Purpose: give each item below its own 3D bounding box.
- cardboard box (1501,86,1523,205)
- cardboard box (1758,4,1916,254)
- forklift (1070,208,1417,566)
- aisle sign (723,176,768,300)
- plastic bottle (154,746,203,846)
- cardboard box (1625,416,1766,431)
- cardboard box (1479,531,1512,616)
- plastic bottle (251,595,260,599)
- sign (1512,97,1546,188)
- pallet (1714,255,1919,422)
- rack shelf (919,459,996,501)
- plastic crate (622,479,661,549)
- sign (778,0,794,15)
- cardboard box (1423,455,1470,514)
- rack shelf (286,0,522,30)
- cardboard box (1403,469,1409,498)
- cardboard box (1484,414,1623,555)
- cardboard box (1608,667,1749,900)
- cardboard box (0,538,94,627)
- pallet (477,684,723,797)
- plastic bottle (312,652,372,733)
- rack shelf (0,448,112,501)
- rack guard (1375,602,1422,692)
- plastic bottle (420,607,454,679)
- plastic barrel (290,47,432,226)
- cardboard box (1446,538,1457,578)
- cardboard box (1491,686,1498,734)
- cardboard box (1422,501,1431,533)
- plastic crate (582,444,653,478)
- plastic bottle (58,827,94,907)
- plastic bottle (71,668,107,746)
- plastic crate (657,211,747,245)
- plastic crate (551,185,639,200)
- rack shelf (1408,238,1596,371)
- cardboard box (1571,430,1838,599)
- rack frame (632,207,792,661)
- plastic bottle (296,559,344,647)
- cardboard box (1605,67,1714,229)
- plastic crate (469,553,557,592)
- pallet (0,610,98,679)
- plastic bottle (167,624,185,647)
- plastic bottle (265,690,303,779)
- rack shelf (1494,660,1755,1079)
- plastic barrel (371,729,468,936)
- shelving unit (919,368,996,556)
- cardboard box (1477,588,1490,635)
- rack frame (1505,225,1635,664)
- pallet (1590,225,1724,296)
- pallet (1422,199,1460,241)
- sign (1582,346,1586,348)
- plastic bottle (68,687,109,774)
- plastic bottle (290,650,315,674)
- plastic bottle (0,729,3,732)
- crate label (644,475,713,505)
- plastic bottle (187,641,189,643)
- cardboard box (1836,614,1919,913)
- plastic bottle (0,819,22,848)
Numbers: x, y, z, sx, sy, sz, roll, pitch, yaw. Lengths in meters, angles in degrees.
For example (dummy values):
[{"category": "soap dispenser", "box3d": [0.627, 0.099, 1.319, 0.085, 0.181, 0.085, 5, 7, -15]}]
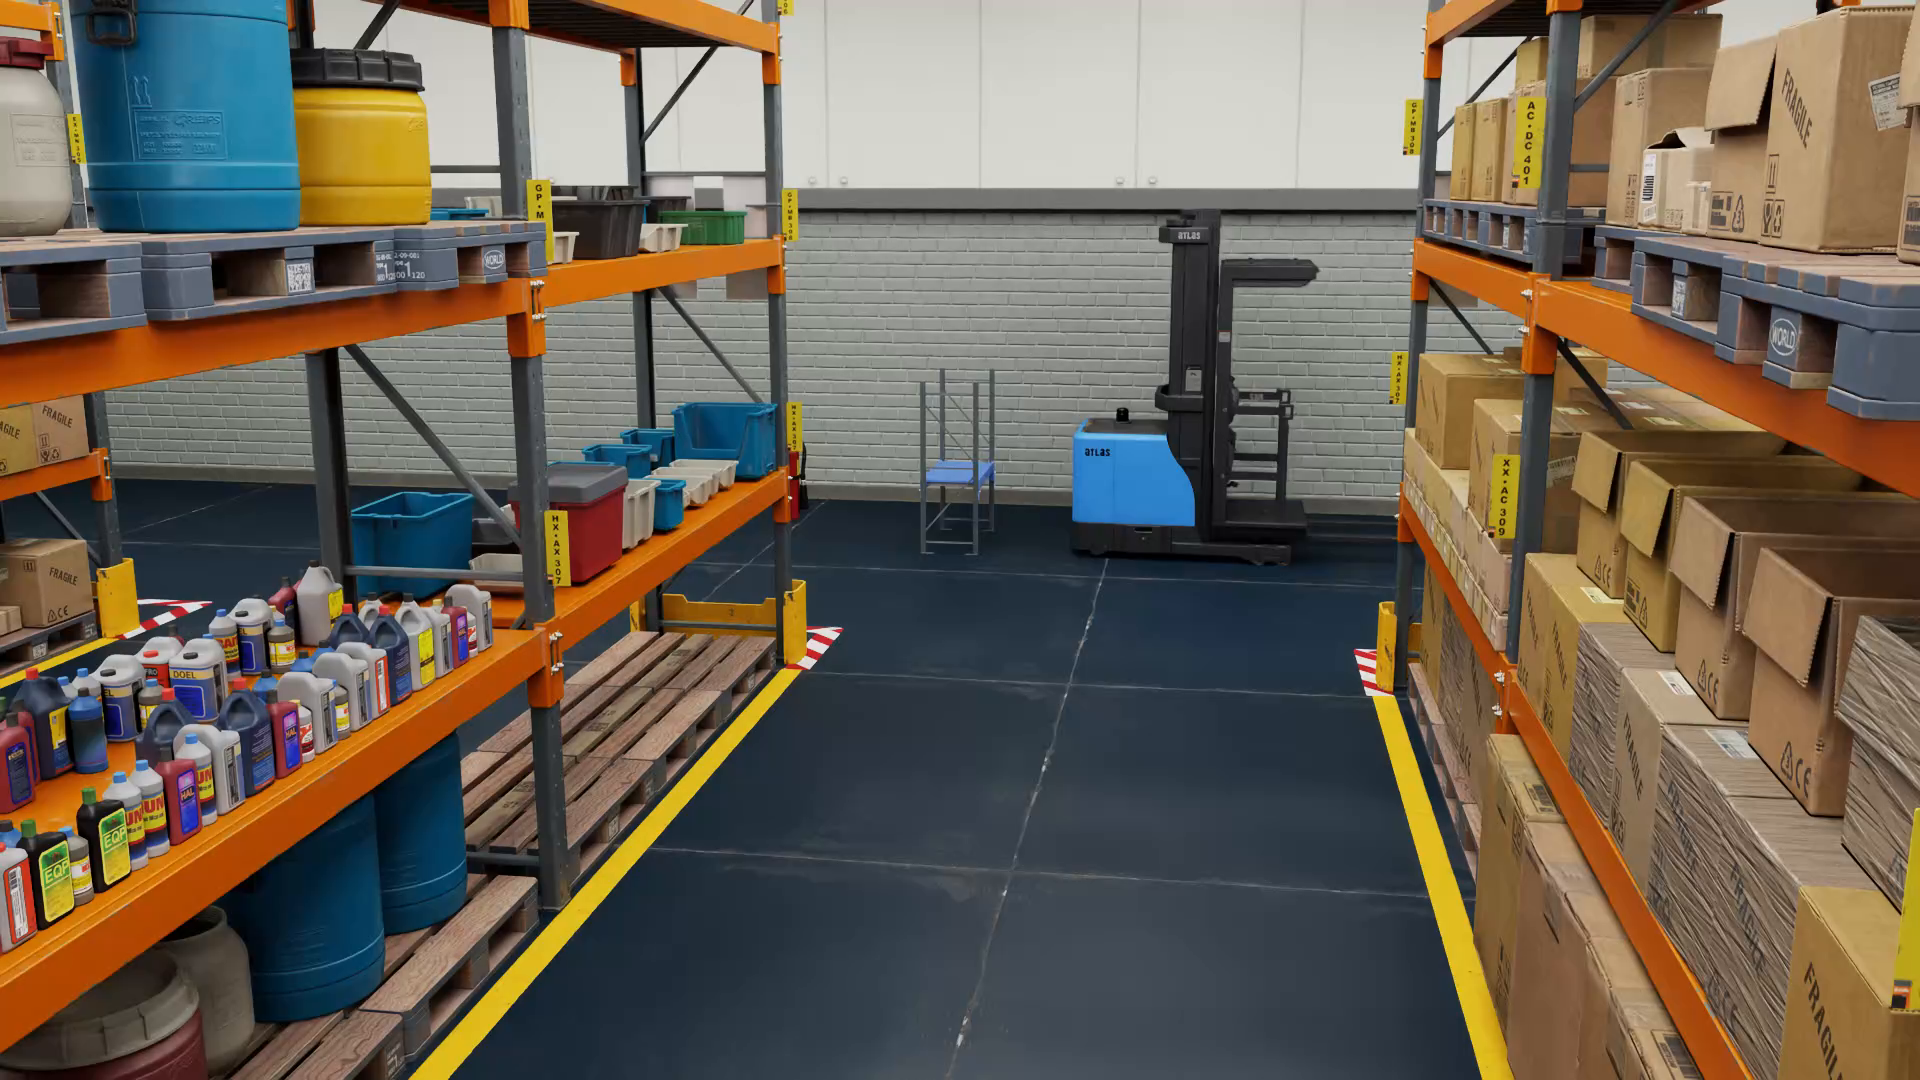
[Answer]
[{"category": "cardboard box", "box3d": [2.792, -1.733, 7.323, 0.700, 0.500, 0.500, 3, 12, 12]}, {"category": "cardboard box", "box3d": [2.097, -0.887, 3.634, 0.500, 0.500, 0.500, 3, 12, 12]}, {"category": "forklift", "box3d": [2.517, -1.338, 14.244, 3.031, 2.935, 1.130, 2, 12, 9]}, {"category": "aisle sign", "box3d": [-1.334, -1.956, 10.781, 0.394, 0.787, 0.004, 2, 12, 9]}, {"category": "plastic bottle", "box3d": [-2.257, 0.724, 4.793, 0.061, 0.283, 0.133, 2, 12, 9]}, {"category": "cardboard box", "box3d": [2.970, -0.217, 6.751, 0.500, 0.500, 0.500, 2, 12, 9]}, {"category": "cardboard box", "box3d": [2.453, 0.140, 6.871, 0.500, 0.250, 0.500, 2, 12, 8]}, {"category": "plastic bottle", "box3d": [-2.763, 0.351, 6.552, 0.097, 0.271, 0.097, 0, 12, 0]}, {"category": "sign", "box3d": [2.095, -1.462, 6.124, 0.100, 0.325, 0.005, 2, 12, 9]}, {"category": "pallet", "box3d": [2.075, -0.364, 2.891, 1.213, 0.211, 1.003, 2, 12, 11]}, {"category": "rack shelf", "box3d": [-0.013, -0.540, 14.791, 0.538, 0.185, 1.000, 2, 12, 9]}, {"category": "plastic crate", "box3d": [-1.833, -0.131, 8.619, 0.437, 0.282, 0.530, 2, 12, 9]}, {"category": "sign", "box3d": [-1.089, -3.441, 10.364, 0.100, 0.325, 0.005, 2, 12, 9]}, {"category": "cardboard box", "box3d": [2.764, -0.288, 8.858, 0.500, 0.250, 0.500, 1, 12, 7]}, {"category": "rack shelf", "box3d": [-2.558, -1.817, 4.720, 1.077, 0.370, 4.000, 2, 12, 9]}, {"category": "cardboard box", "box3d": [2.878, -0.334, 10.018, 0.380, 0.149, 0.250, 2, 12, 9]}, {"category": "cardboard box", "box3d": [2.450, -0.230, 6.811, 0.500, 0.500, 0.500, 2, 12, 10]}, {"category": "cardboard box", "box3d": [2.098, 0.668, 4.535, 0.500, 0.500, 0.500, 2, 12, 10]}, {"category": "cardboard box", "box3d": [-6.369, 0.287, 11.432, 0.500, 0.500, 0.500, 2, 12, 9]}, {"category": "pallet", "box3d": [-1.990, 1.107, 9.357, 1.003, 0.211, 1.213, 2, 12, 9]}, {"category": "plastic bottle", "box3d": [-2.146, 0.515, 5.779, 0.152, 0.276, 0.135, 2, 12, 9]}, {"category": "rack shelf", "box3d": [-6.836, -0.073, 9.922, 1.077, 0.370, 4.000, 2, 12, 9]}, {"category": "rack guard", "box3d": [3.263, 0.697, 10.571, 1.175, 0.500, 0.348, 2, 12, 9]}, {"category": "plastic bottle", "box3d": [-2.047, 0.382, 6.397, 0.152, 0.276, 0.135, 2, 12, 9]}, {"category": "plastic barrel", "box3d": [-2.190, -1.415, 5.873, 0.600, 0.588, 0.600, 0, 12, 0]}, {"category": "cardboard box", "box3d": [2.564, 0.094, 8.033, 0.380, 0.149, 0.250, 2, 12, 8]}, {"category": "cardboard box", "box3d": [2.825, 1.012, 7.226, 0.875, 0.875, 0.875, 2, 12, 9]}, {"category": "cardboard box", "box3d": [2.722, -0.120, 9.025, 0.380, 0.149, 0.250, 2, 12, 8]}, {"category": "plastic crate", "box3d": [-2.099, -0.450, 10.216, 0.416, 0.233, 0.300, 2, 12, 9]}, {"category": "plastic bottle", "box3d": [-2.343, 0.855, 4.376, 0.097, 0.201, 0.097, 0, 12, 0]}, {"category": "plastic bottle", "box3d": [-2.921, 0.564, 5.563, 0.097, 0.271, 0.097, 0, 12, 0]}, {"category": "plastic crate", "box3d": [-1.504, -1.828, 9.740, 0.450, 0.188, 0.336, 2, 12, 9]}, {"category": "plastic crate", "box3d": [-2.141, -1.807, 9.285, 0.504, 0.338, 0.767, 2, 12, 9]}, {"category": "rack shelf", "box3d": [2.952, -1.218, 8.113, 1.077, 0.370, 4.000, 2, 12, 9]}, {"category": "cardboard box", "box3d": [2.554, -0.093, 5.687, 0.797, 0.503, 0.637, 2, 12, 7]}, {"category": "rack frame", "box3d": [-1.635, -0.680, 11.029, 1.000, 3.000, 0.127, 2, 12, 9]}, {"category": "plastic bottle", "box3d": [-2.631, 0.248, 6.841, 0.144, 0.351, 0.185, 2, 12, 9]}, {"category": "cardboard box", "box3d": [2.565, -1.286, 5.488, 0.700, 0.500, 0.500, 2, 12, 10]}, {"category": "plastic crate", "box3d": [-2.037, 0.160, 7.615, 0.396, 0.136, 0.243, 2, 12, 9]}, {"category": "pallet", "box3d": [-6.662, 0.704, 11.228, 1.003, 0.211, 1.213, 2, 12, 9]}, {"category": "plastic bottle", "box3d": [-2.865, 0.457, 6.030, 0.061, 0.283, 0.133, 2, 12, 9]}, {"category": "plastic bottle", "box3d": [-2.172, 0.609, 5.324, 0.061, 0.283, 0.133, 2, 12, 9]}, {"category": "rack shelf", "box3d": [2.336, 1.081, 4.565, 1.077, 0.370, 4.000, 2, 12, 9]}, {"category": "plastic barrel", "box3d": [-2.351, 1.086, 6.820, 0.600, 0.901, 0.708, 2, 12, 9]}, {"category": "shelving unit", "box3d": [-0.013, -0.715, 14.753, 0.538, 1.500, 1.048, 2, 12, 9]}, {"category": "cardboard box", "box3d": [2.407, 0.308, 7.040, 0.380, 0.149, 0.250, 2, 12, 10]}, {"category": "rack frame", "box3d": [2.644, 0.313, 6.421, 1.000, 3.000, 0.127, 2, 12, 9]}, {"category": "pallet", "box3d": [2.552, -0.867, 5.232, 0.805, 0.209, 1.217, 1, 12, 6]}, {"category": "pallet", "box3d": [3.155, -1.788, 9.260, 1.003, 0.211, 1.213, 2, 12, 9]}, {"category": "sign", "box3d": [3.793, -1.181, 10.043, 0.100, 0.325, 0.005, 2, 12, 9]}, {"category": "plastic bottle", "box3d": [-2.808, 0.609, 5.353, 0.097, 0.271, 0.097, 0, 12, 0]}, {"category": "plastic bottle", "box3d": [-2.272, 0.517, 5.781, 0.097, 0.271, 0.097, 0, 12, 0]}, {"category": "plastic bottle", "box3d": [-2.983, 0.642, 5.013, 0.144, 0.351, 0.185, 2, 12, 9]}, {"category": "crate label", "box3d": [-1.659, -0.286, 9.685, 0.396, 0.136, 0.243, 2, 12, 9]}, {"category": "plastic bottle", "box3d": [-2.829, 0.474, 6.147, 0.097, 0.201, 0.097, 0, 12, 0]}, {"category": "cardboard box", "box3d": [2.157, 0.455, 3.145, 0.797, 0.503, 0.637, 2, 12, 11]}, {"category": "plastic bottle", "box3d": [-2.423, 0.847, 4.249, 0.097, 0.271, 0.097, 0, 12, 0]}]
